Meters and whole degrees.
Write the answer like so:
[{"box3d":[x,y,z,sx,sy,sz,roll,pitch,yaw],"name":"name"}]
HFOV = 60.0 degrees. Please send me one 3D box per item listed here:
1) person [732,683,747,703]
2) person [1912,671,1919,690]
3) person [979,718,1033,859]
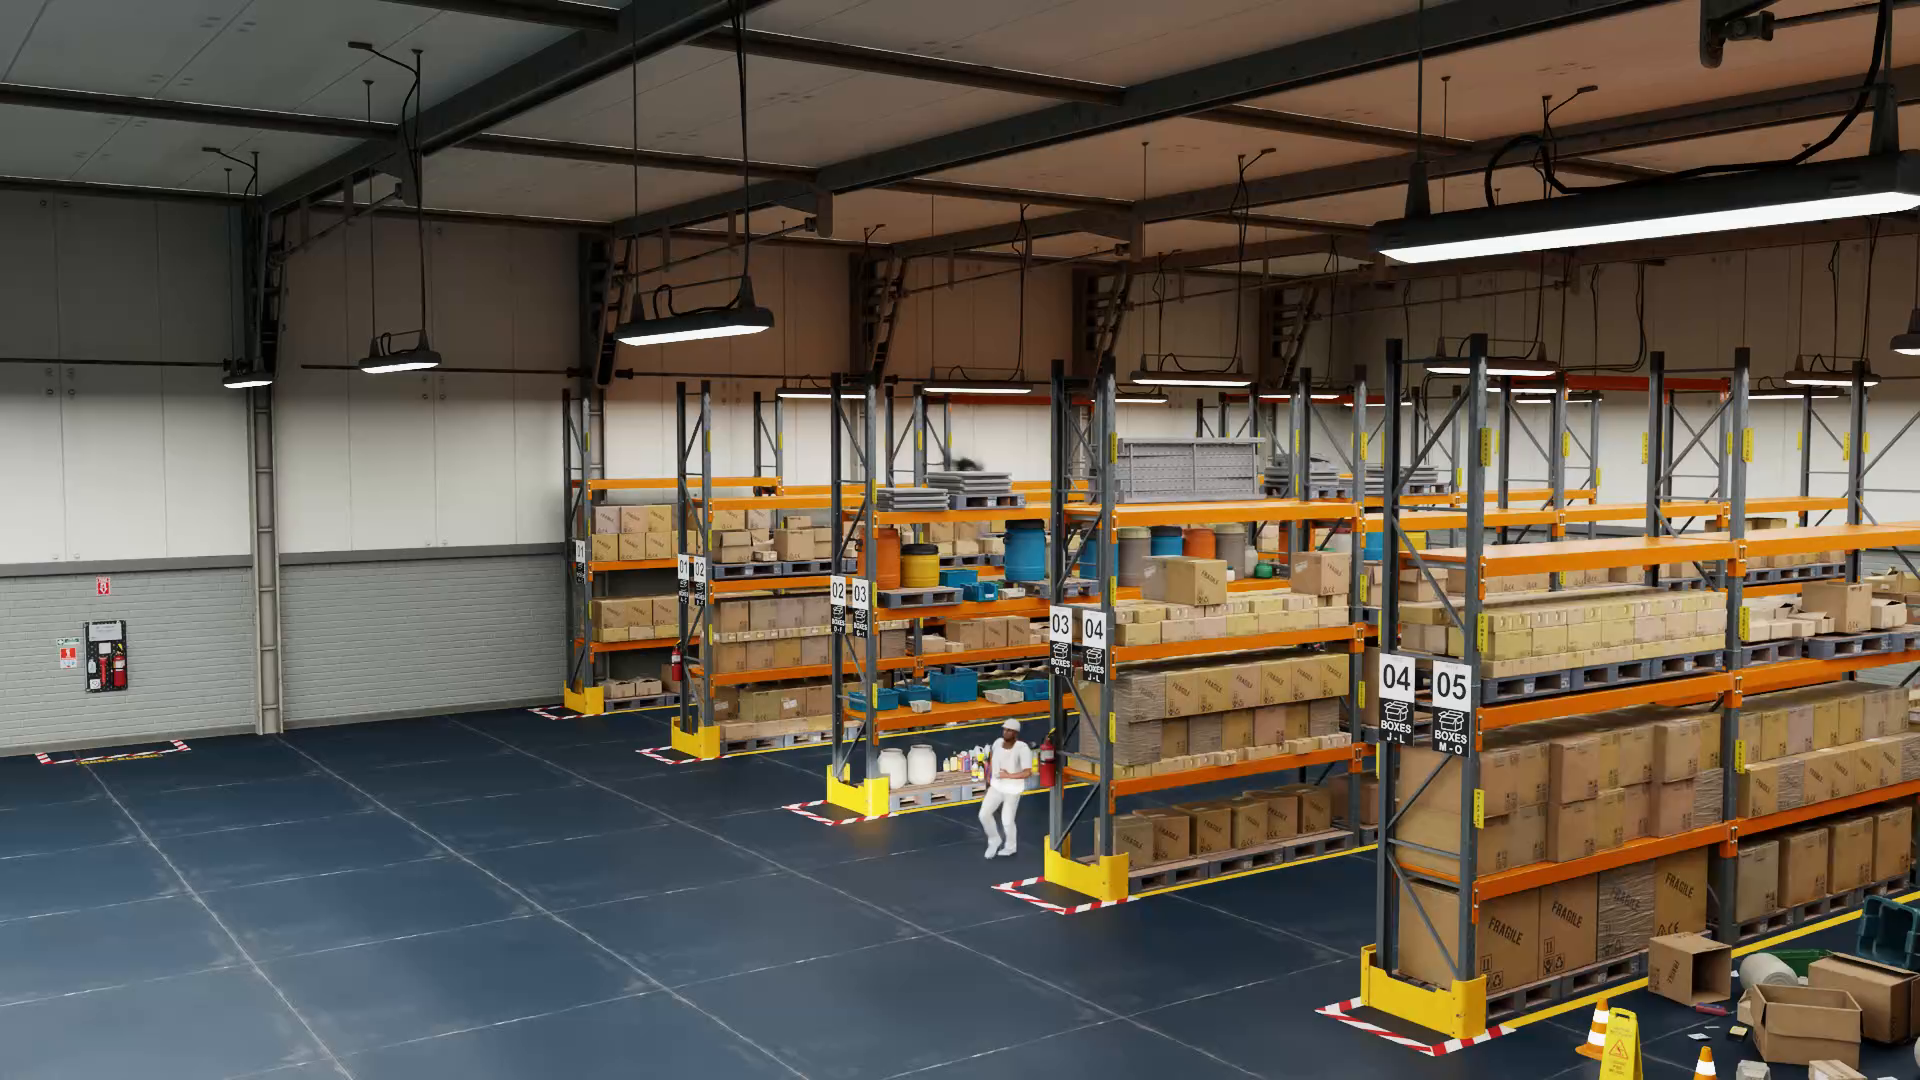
[{"box3d":[-3.831,2.462,28.989,0.849,1.586,0.543,-4,5,-45],"name":"person"},{"box3d":[15.709,2.603,26.761,0.708,1.693,0.665,1,4,14],"name":"person"},{"box3d":[0.565,3.014,20.076,0.706,1.755,0.653,2,4,32],"name":"person"}]
